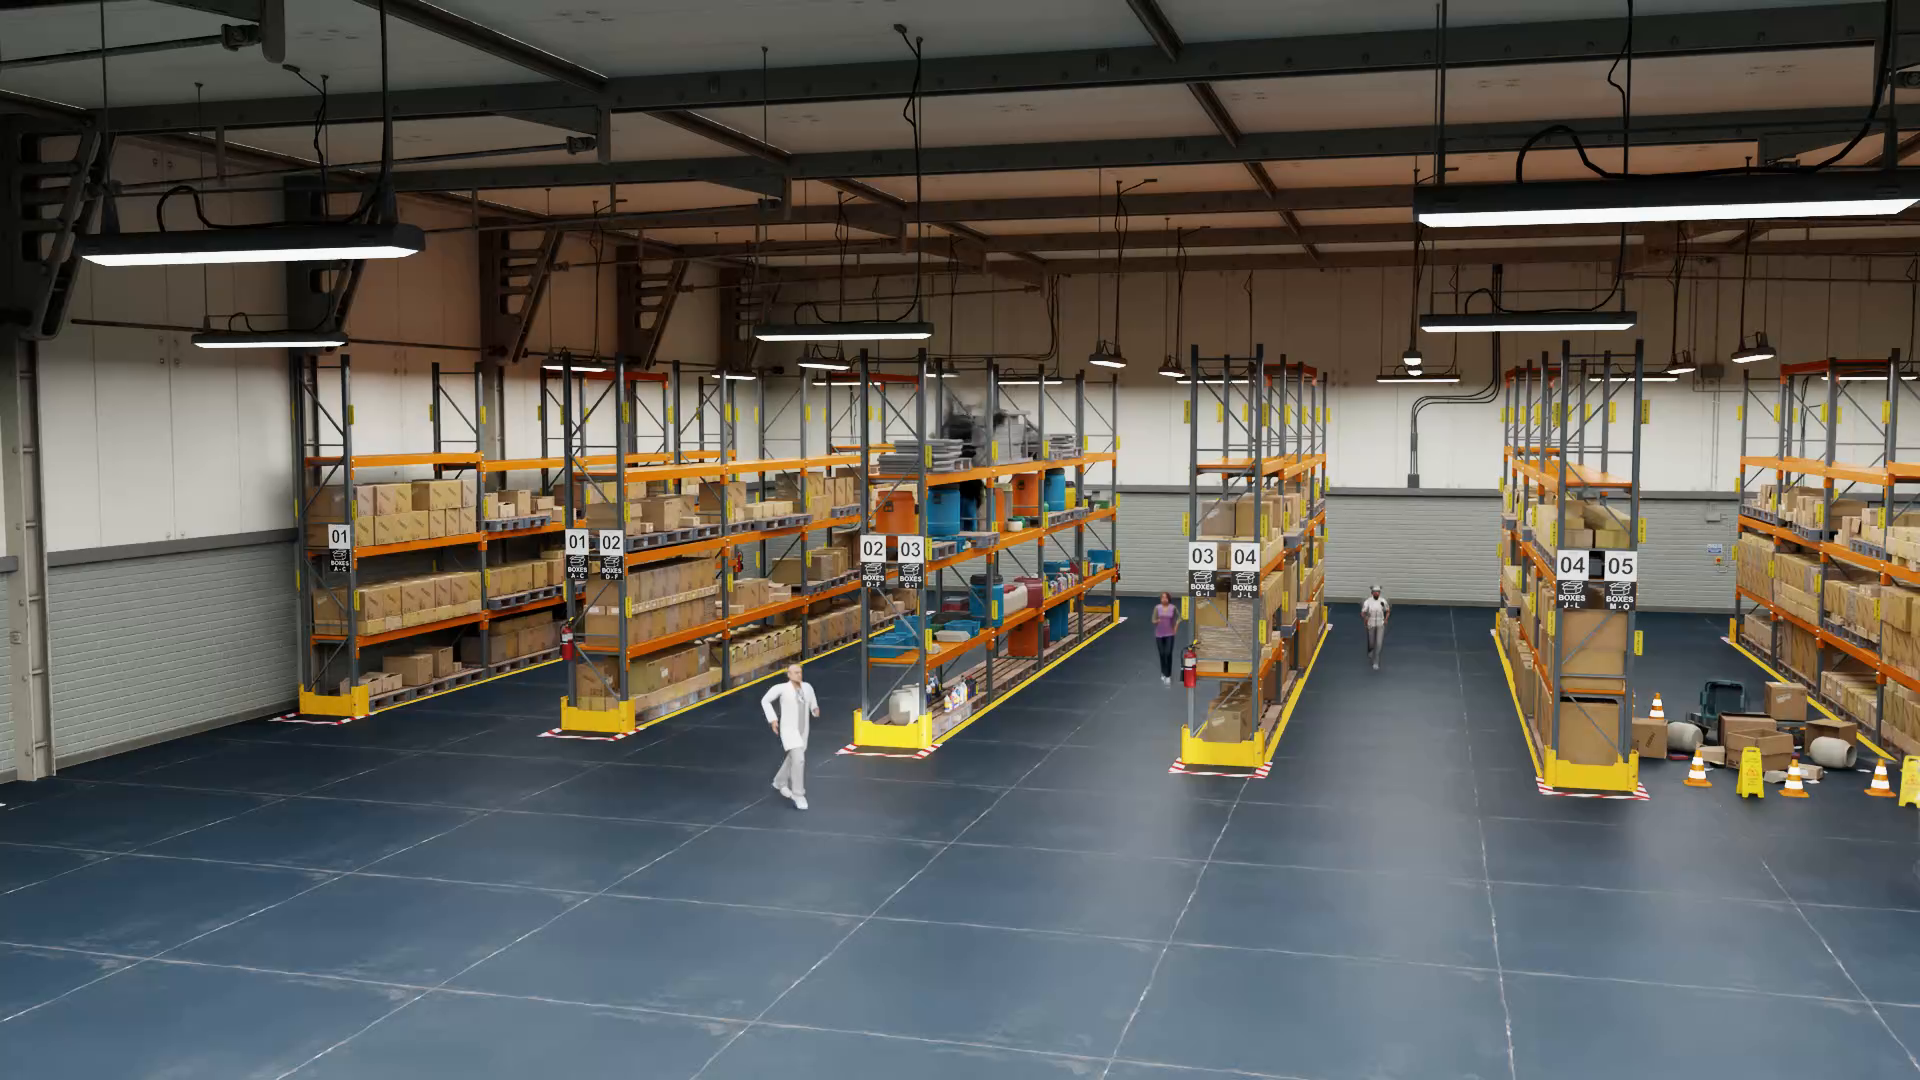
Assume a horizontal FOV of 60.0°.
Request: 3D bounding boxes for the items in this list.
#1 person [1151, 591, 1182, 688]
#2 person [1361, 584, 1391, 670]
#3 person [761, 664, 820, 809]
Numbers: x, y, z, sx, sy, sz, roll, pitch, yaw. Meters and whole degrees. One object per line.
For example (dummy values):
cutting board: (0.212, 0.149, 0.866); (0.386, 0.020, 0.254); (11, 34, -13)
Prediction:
person: (3.605, 1.738, 29.195); (0.514, 1.673, 0.647); (1, 4, 15)
person: (8.262, 1.707, 33.046); (0.577, 1.680, 0.711); (1, 4, 9)
person: (-2.152, 2.512, 21.488); (0.873, 1.841, 0.688); (4, 6, 44)
